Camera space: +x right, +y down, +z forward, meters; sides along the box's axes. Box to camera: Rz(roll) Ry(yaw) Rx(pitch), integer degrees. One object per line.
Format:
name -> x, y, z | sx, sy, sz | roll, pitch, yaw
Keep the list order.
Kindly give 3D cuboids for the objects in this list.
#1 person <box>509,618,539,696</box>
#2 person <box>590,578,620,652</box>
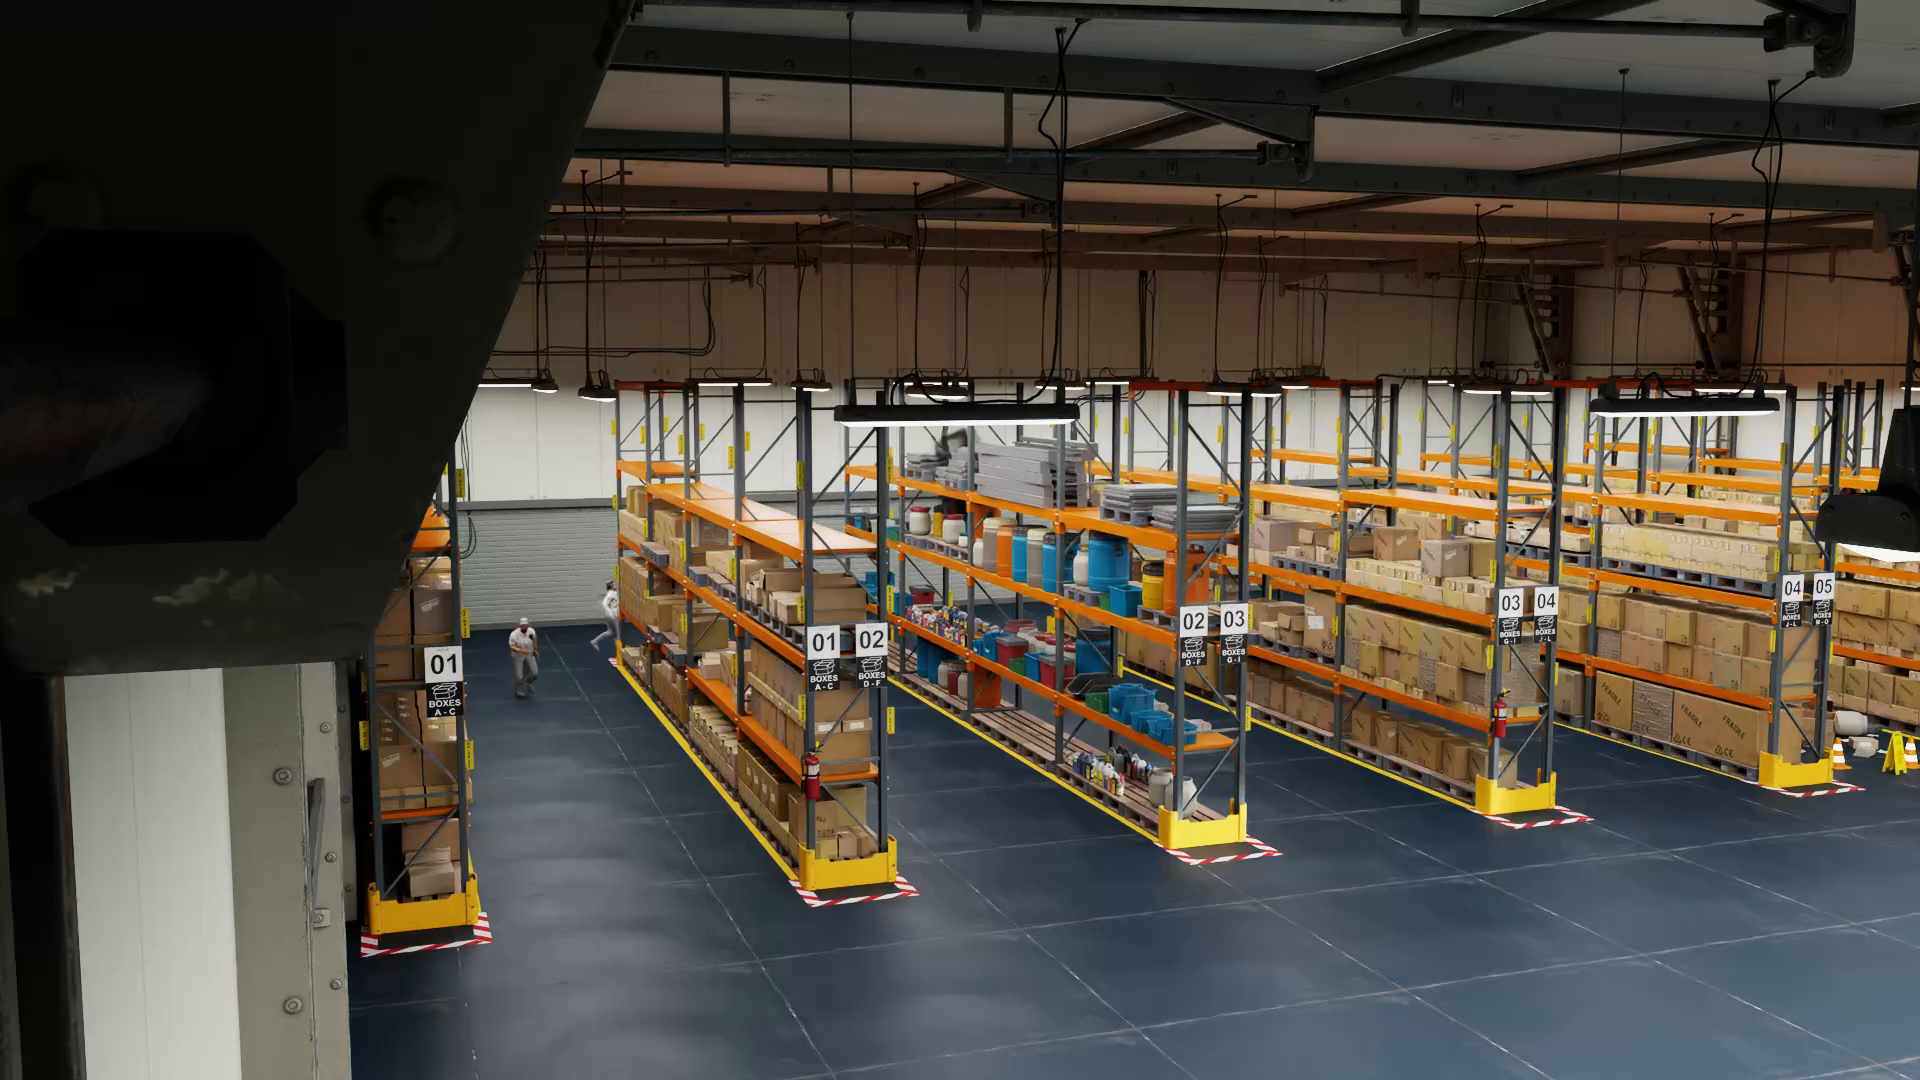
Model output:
person -> -8.282, 2.225, 31.606 | 0.605, 1.555, 0.766 | -4, 7, -33
person -> -7.600, 1.663, 36.129 | 0.873, 1.674, 0.604 | -2, 6, -19
